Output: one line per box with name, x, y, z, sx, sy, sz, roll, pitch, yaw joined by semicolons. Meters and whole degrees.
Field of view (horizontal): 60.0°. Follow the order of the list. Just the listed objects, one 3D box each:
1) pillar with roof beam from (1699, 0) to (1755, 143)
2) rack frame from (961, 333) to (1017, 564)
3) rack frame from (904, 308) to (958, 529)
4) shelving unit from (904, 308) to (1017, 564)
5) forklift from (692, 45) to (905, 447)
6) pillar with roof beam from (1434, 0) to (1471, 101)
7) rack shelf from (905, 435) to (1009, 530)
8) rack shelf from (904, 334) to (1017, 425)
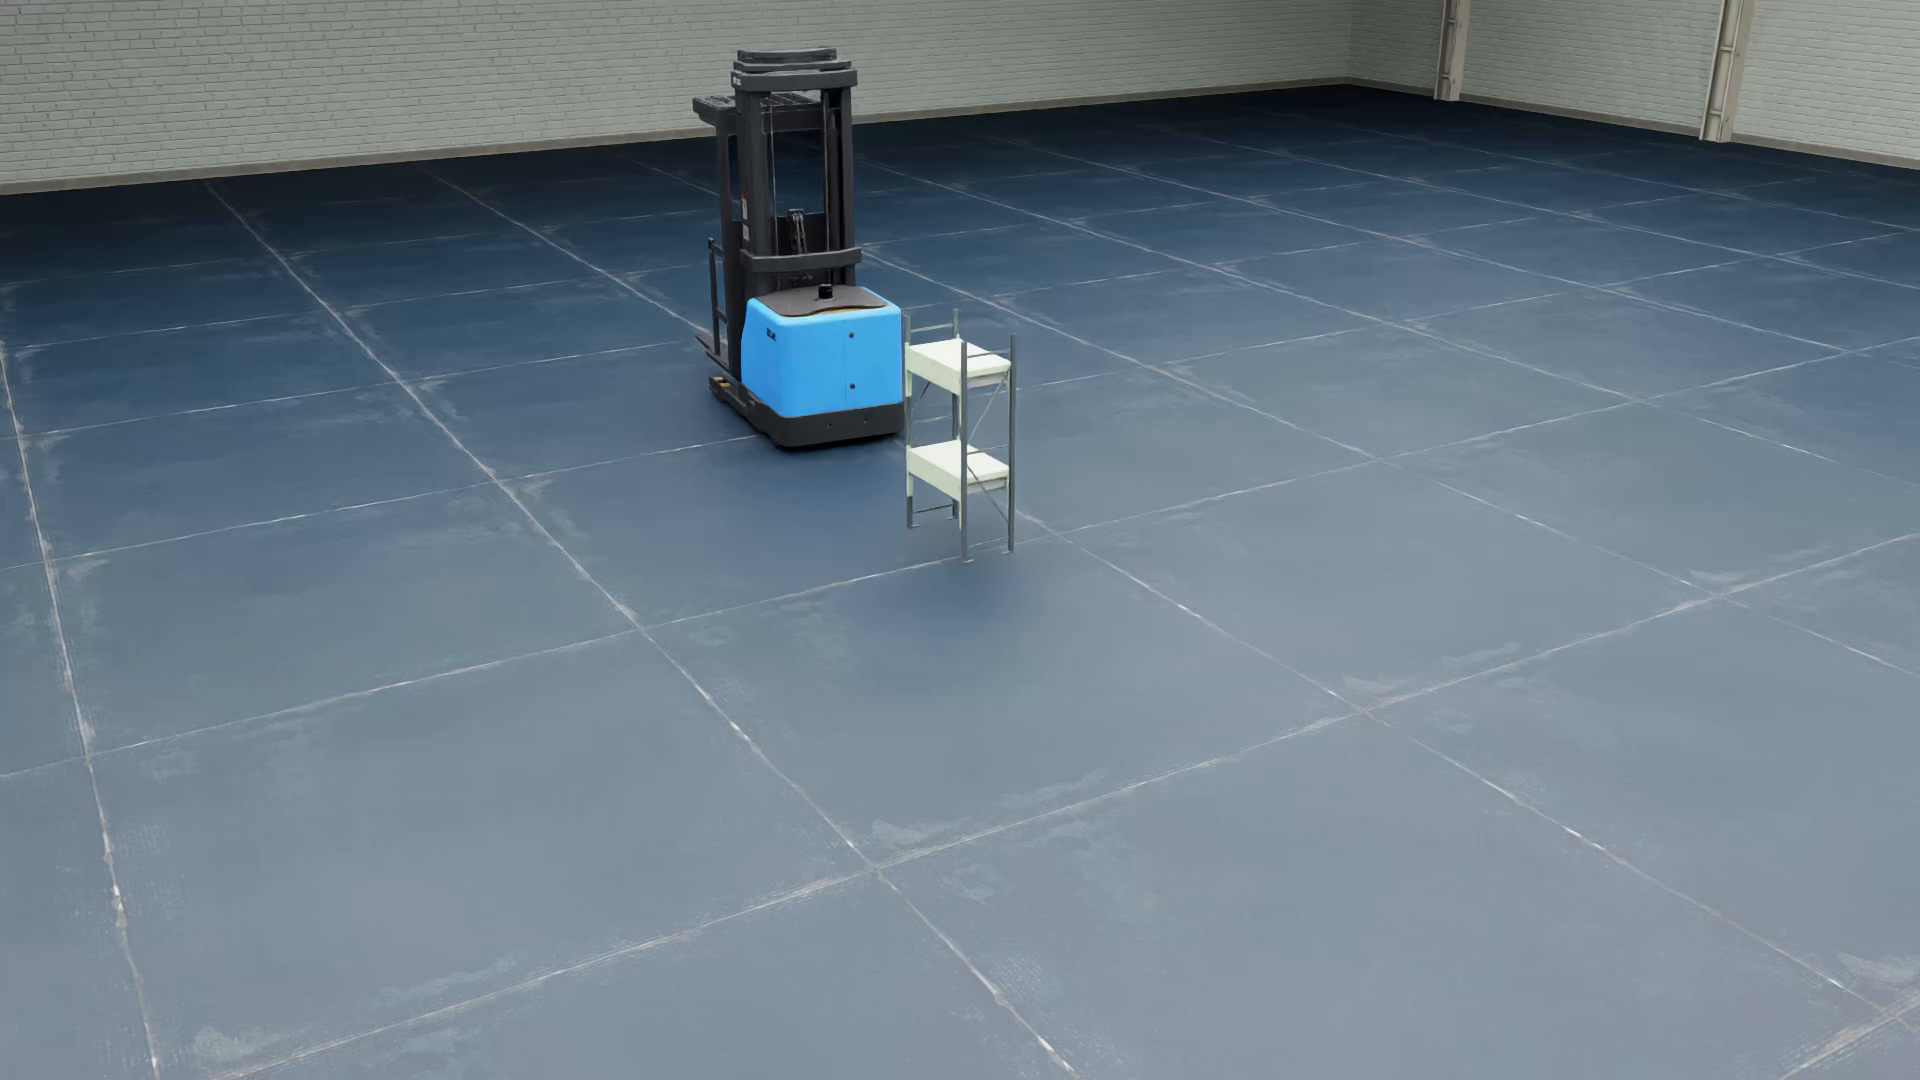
pillar with roof beam;8.856;-9.985;23.927;9.100;9.000;0.400;-13;25;-28
rack frame;0.184;-0.578;10.743;0.400;1.500;0.023;-13;25;-28
rack frame;-0.190;-0.815;11.326;0.400;1.500;0.023;-13;25;-28
shelving unit;-0.003;-0.697;11.034;0.431;1.500;0.755;-13;25;-28
forklift;-1.518;-2.600;13.815;1.130;2.935;3.031;-10;24;-23
pillar with roof beam;5.791;-11.927;28.705;9.100;9.000;0.400;-13;25;-28
rack shelf;-0.003;-0.395;11.157;0.431;0.370;0.720;-13;25;-28
rack shelf;-0.003;-1.058;10.887;0.431;0.370;0.720;-13;25;-28
